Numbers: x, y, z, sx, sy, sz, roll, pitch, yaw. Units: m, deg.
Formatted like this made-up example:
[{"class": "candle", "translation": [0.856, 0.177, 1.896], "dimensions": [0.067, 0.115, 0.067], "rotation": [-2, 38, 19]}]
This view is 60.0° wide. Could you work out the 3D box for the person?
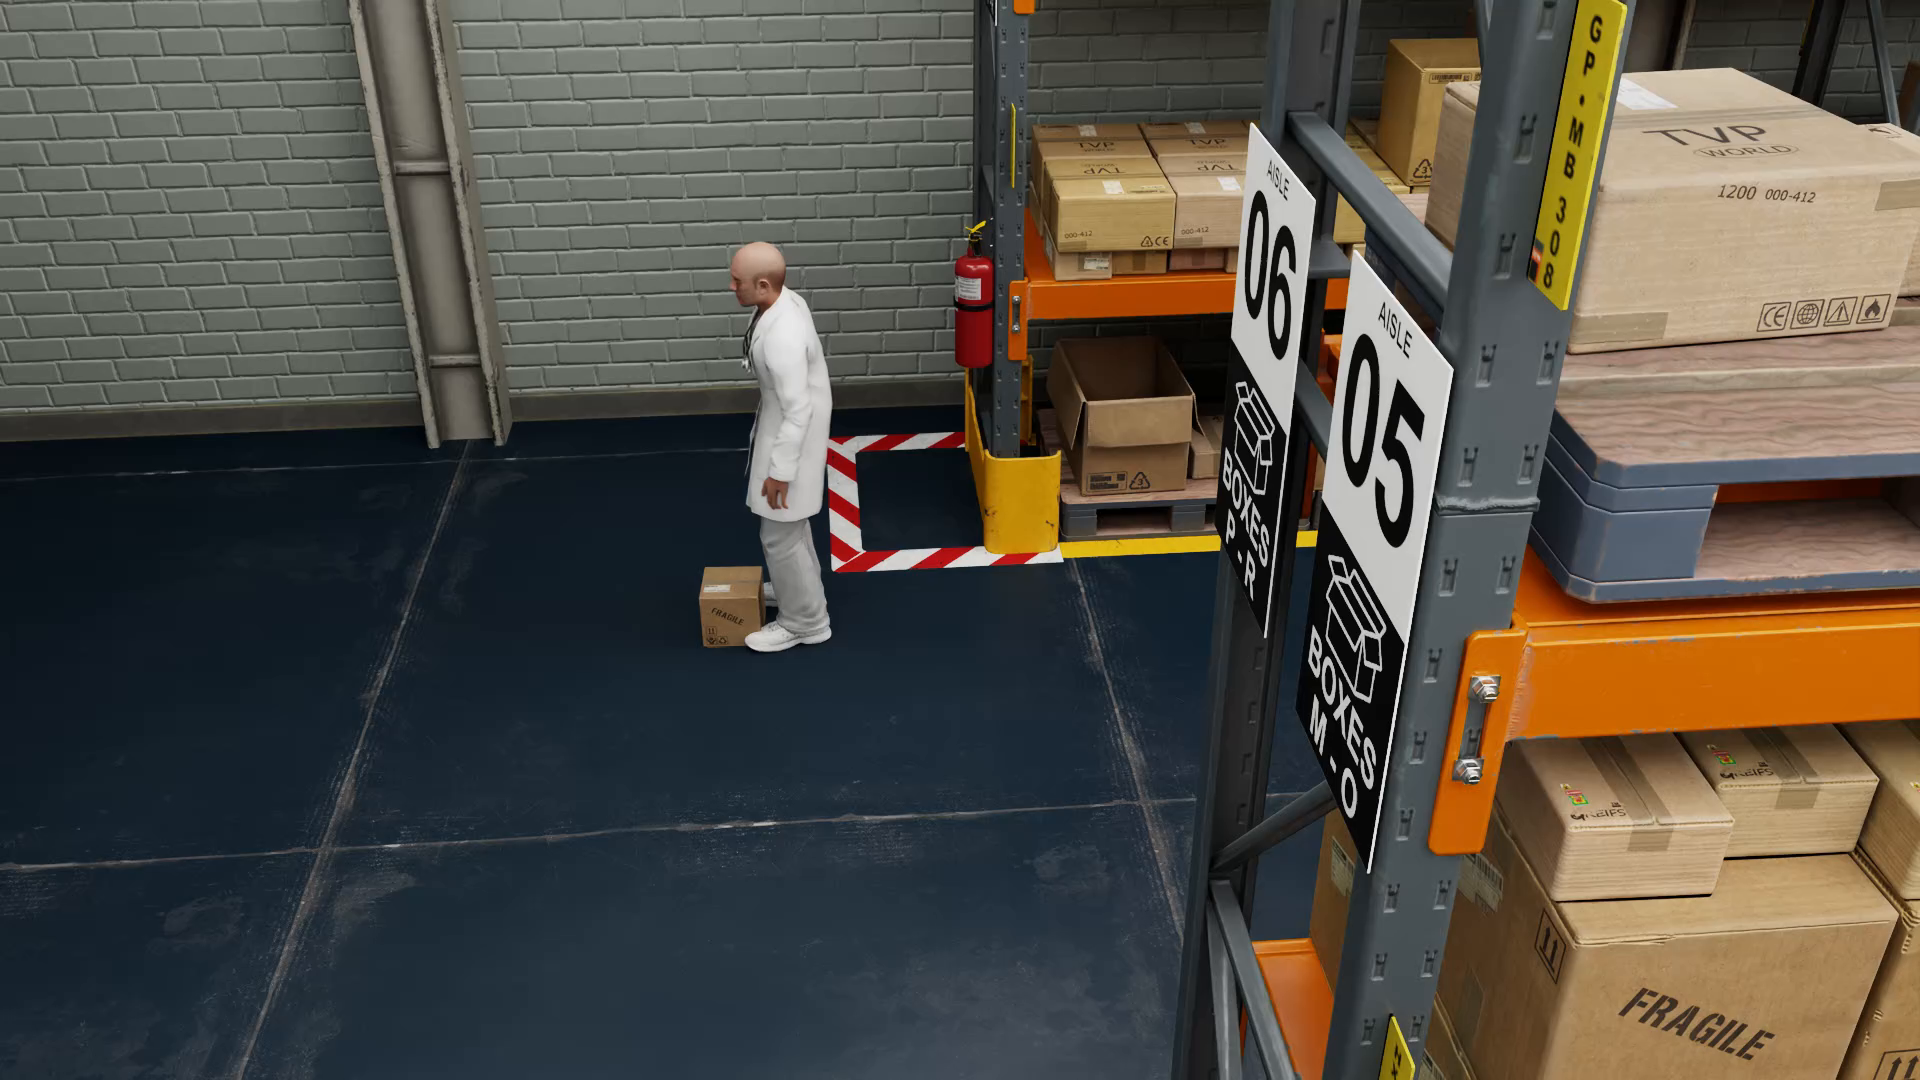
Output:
[{"class": "person", "translation": [-0.727, -0.376, 6.781], "dimensions": [0.421, 1.774, 0.654], "rotation": [-4, 31, -7]}]
